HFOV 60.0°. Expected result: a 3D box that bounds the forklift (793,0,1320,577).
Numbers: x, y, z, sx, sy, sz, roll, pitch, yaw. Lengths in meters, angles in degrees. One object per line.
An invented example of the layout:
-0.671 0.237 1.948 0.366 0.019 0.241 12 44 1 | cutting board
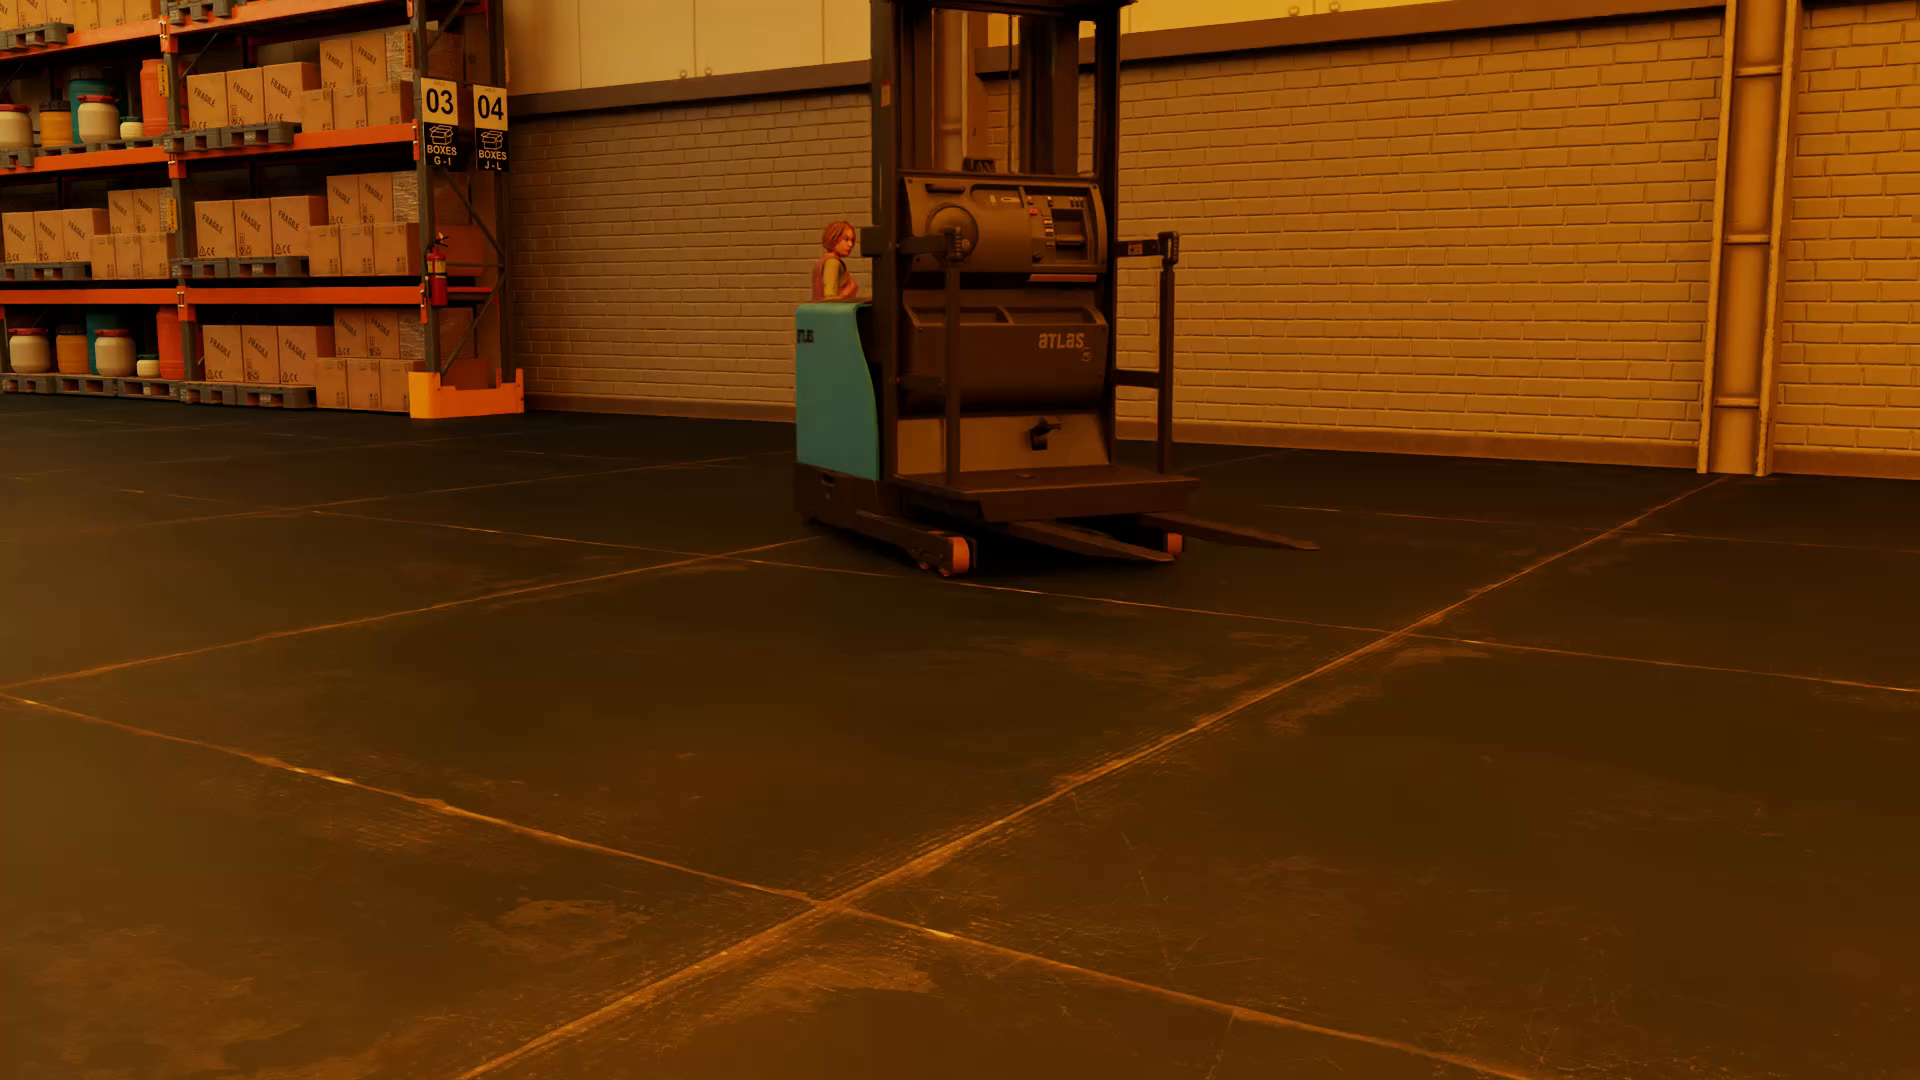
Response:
0.296 -1.373 6.849 1.130 2.935 3.031 -4 9 -26 | forklift

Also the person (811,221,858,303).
-0.725 -1.198 10.422 0.456 1.585 0.617 -4 9 -24 | person
